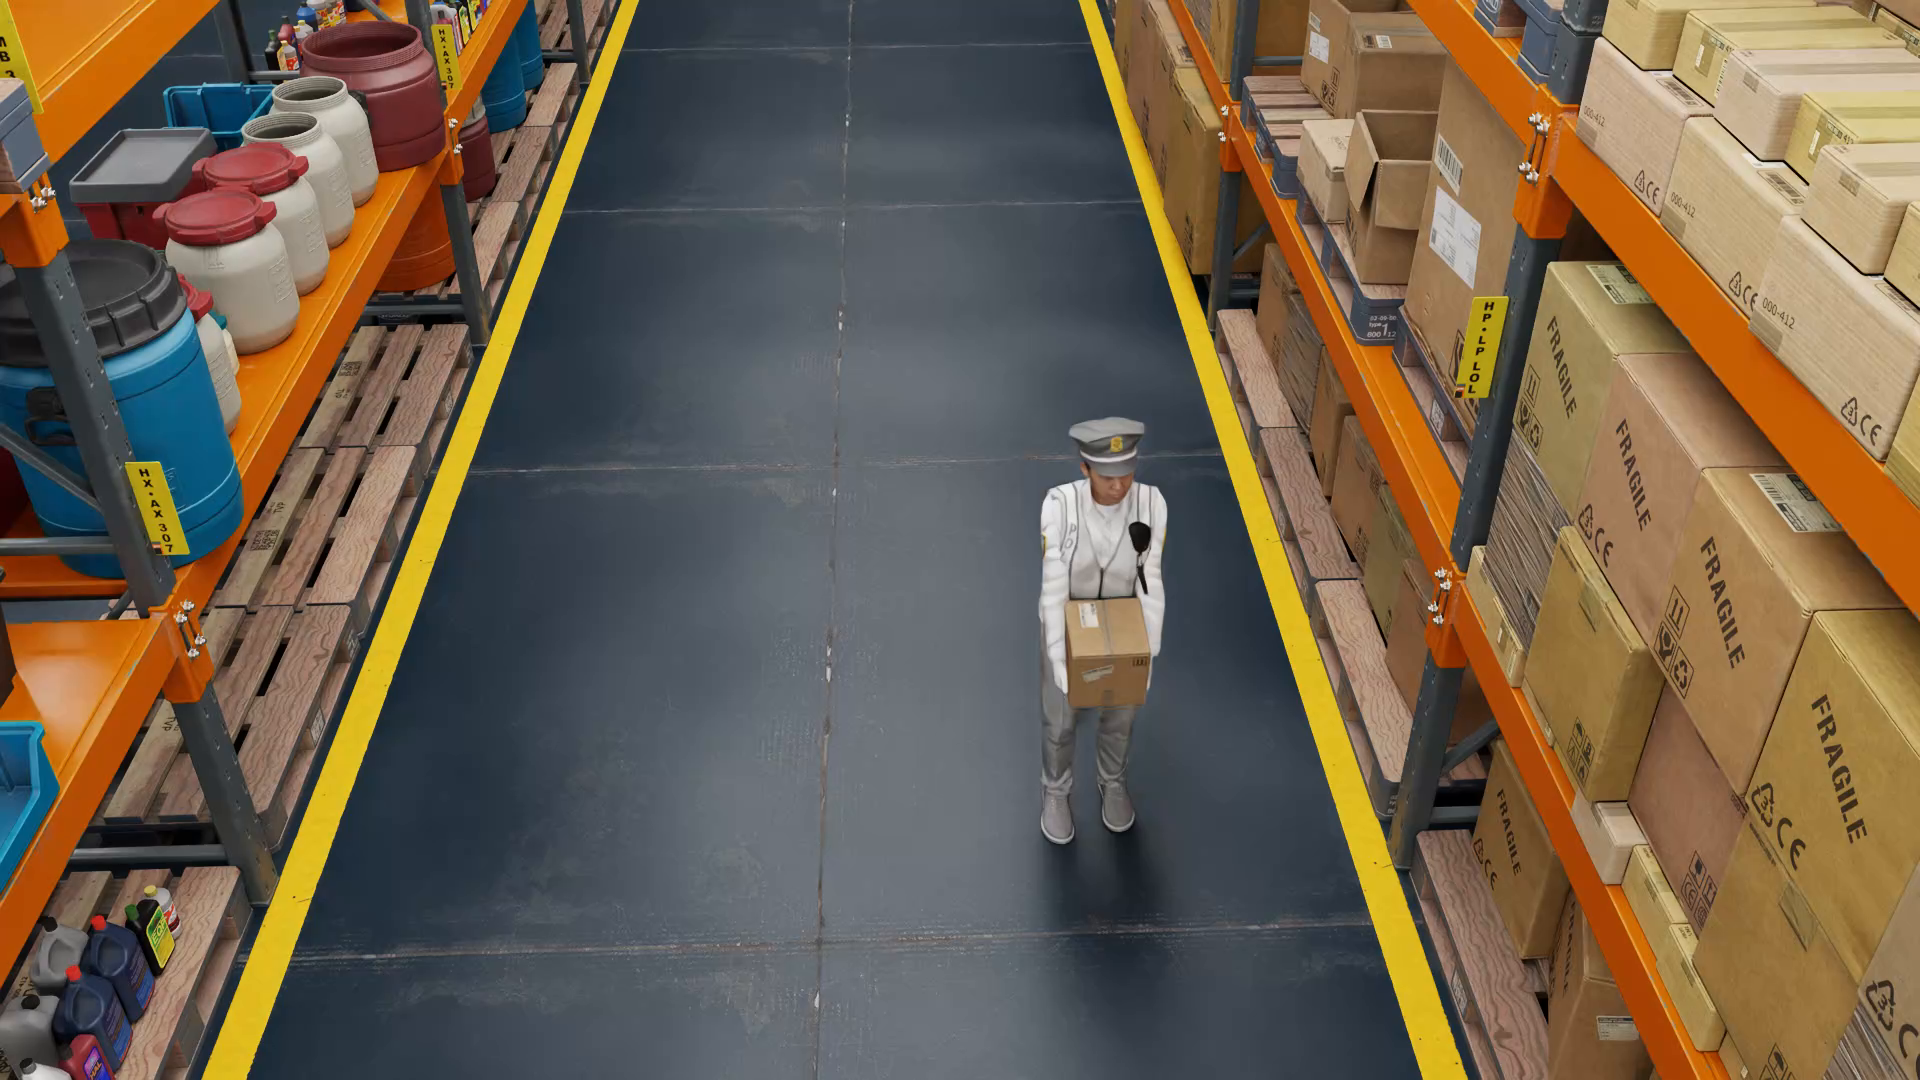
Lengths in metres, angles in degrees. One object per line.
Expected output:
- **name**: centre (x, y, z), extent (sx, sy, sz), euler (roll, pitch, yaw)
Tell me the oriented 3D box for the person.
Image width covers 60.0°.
- **person**: centre (0.475, 0.349, 5.646), extent (0.416, 1.684, 0.523), euler (-2, 35, -3)
